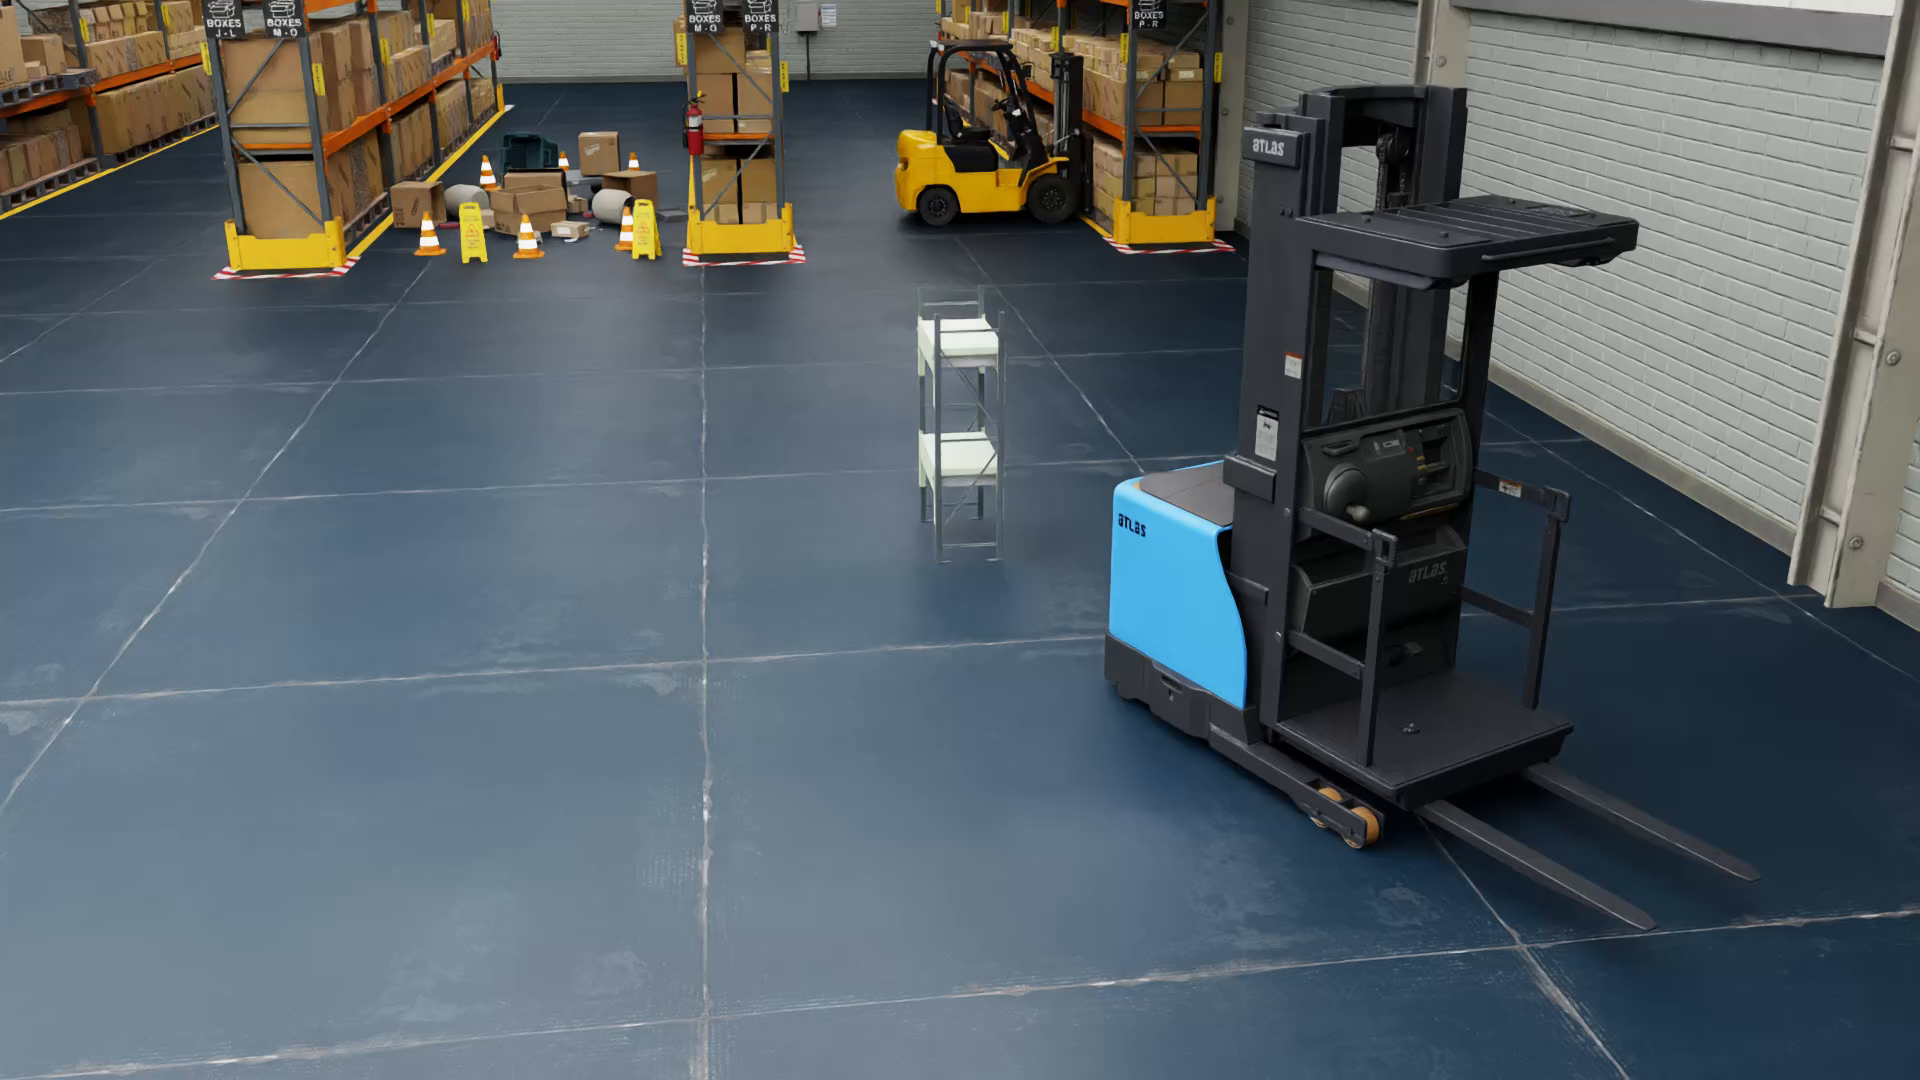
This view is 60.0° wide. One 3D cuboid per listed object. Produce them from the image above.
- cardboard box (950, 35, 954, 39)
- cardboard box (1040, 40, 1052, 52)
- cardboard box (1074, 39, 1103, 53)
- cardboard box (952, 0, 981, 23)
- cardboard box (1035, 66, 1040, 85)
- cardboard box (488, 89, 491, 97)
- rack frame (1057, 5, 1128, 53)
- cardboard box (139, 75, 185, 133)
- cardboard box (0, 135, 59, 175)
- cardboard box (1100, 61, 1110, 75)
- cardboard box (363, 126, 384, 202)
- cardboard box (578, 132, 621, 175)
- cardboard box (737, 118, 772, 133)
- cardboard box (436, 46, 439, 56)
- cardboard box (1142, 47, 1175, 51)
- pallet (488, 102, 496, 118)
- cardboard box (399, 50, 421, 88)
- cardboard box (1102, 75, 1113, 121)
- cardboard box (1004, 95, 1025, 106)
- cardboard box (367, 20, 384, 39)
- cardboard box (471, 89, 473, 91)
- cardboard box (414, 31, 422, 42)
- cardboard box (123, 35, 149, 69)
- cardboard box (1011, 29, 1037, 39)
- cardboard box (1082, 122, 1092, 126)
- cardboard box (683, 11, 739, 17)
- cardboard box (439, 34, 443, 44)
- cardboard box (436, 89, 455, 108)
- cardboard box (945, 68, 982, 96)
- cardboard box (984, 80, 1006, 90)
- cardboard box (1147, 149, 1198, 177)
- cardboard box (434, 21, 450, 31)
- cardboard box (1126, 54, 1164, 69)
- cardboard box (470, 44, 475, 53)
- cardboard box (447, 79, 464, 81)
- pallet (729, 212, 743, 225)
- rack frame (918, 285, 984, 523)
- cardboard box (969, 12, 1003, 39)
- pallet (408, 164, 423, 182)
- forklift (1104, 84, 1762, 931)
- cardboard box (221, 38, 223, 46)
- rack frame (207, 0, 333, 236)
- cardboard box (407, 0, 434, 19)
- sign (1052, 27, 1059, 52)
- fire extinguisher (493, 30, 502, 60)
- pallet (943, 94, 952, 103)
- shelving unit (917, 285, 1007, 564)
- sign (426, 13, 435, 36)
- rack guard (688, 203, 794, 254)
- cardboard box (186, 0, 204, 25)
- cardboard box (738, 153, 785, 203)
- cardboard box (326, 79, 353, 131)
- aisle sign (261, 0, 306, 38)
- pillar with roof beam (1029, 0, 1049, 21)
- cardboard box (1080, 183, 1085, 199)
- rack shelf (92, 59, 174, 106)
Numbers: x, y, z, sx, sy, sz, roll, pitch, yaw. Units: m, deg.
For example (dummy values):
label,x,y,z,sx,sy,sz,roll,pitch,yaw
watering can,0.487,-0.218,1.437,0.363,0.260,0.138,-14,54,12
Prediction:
label,x,y,z,sx,sy,sz,roll,pitch,yaw
cardboard box,0.019,-9.817,32.572,0.380,0.149,0.250,-4,21,-9
cardboard box,1.361,-7.074,23.799,0.380,0.149,0.250,-4,21,-9
cardboard box,1.697,-6.453,21.710,0.380,0.149,0.250,-2,21,-7
cardboard box,0.122,-10.241,32.066,0.500,0.500,0.500,-2,21,-6
cardboard box,1.386,-6.794,24.334,0.500,0.250,0.500,-3,21,-7
cardboard box,-9.253,-8.627,32.076,0.380,0.149,0.250,-4,21,-10
rack frame,1.837,-6.356,22.947,1.000,3.000,0.127,-3,21,-8
cardboard box,-13.922,-7.355,28.058,1.225,0.875,0.875,-3,21,-8
cardboard box,-13.160,-5.406,23.348,0.700,0.500,0.500,-1,21,-3
cardboard box,1.934,-5.784,20.345,0.380,0.149,0.250,-4,21,-10
cardboard box,-7.937,-4.800,21.217,0.875,0.875,0.875,-3,21,-7
cardboard box,-4.831,-5.188,22.310,0.500,0.500,0.500,-3,21,-8
cardboard box,-2.342,-4.730,18.952,0.380,0.149,0.250,-3,21,-8
cardboard box,-8.559,-7.820,26.626,0.380,0.149,0.250,-2,21,-6
cardboard box,2.436,-5.948,20.358,0.380,0.149,0.250,-2,21,-6
pallet,-9.595,-8.359,32.294,1.003,0.211,1.213,-3,21,-8
cardboard box,-8.062,-6.763,23.894,0.500,0.500,0.500,-3,21,-9
cardboard box,2.017,-5.355,20.124,0.500,0.500,0.500,-2,21,-6
cardboard box,0.938,-7.229,27.329,0.380,0.149,0.250,-4,21,-10
cardboard box,-8.112,-6.685,22.254,0.700,0.500,0.500,-3,21,-9
cardboard box,-9.082,-8.132,30.325,0.380,0.149,0.250,-3,21,-9
cardboard box,-8.410,-7.734,25.544,0.380,0.149,0.250,-3,21,-8
cardboard box,-13.550,-7.921,26.993,0.500,0.500,0.500,-3,21,-8
cardboard box,1.015,-7.966,26.188,0.380,0.149,0.250,-2,21,-6
cardboard box,1.596,-5.550,22.688,0.500,0.250,0.500,-3,21,-9
cardboard box,-3.226,-6.596,21.591,0.700,0.500,0.500,-3,21,-8
cardboard box,-8.636,-8.140,27.056,0.380,0.149,0.250,-2,21,-6
cardboard box,-8.526,-7.180,27.054,0.500,0.250,0.500,-3,21,-7
cardboard box,0.101,-9.321,33.854,0.797,0.503,0.637,-4,21,-10
cardboard box,0.637,-8.138,29.762,0.380,0.149,0.250,-4,21,-11
cardboard box,2.532,-4.524,19.942,0.500,0.250,0.500,-3,21,-9
cardboard box,-8.785,-8.636,27.959,0.380,0.149,0.250,-4,21,-9
cardboard box,2.153,-5.574,19.359,0.380,0.149,0.250,-3,21,-8
cardboard box,-9.034,-8.947,30.242,0.380,0.149,0.250,-3,21,-7
cardboard box,-9.790,-8.826,32.185,0.380,0.149,0.250,-3,21,-7
pallet,-2.591,-3.722,19.881,1.003,0.211,1.213,-3,21,-8
rack frame,-0.052,-0.827,10.287,0.400,1.500,0.023,-3,21,-8
cardboard box,0.532,-9.191,29.793,0.700,0.500,0.500,-2,21,-6
pallet,-8.323,-5.200,23.837,1.003,0.211,1.213,-3,21,-8
forklift,1.917,-0.294,6.815,1.130,2.935,3.031,-12,24,-30
cardboard box,-14.194,-9.445,31.576,0.380,0.149,0.250,-3,21,-7
rack frame,-7.382,-4.435,17.803,1.000,3.000,0.127,-3,21,-8
cardboard box,-9.447,-9.393,29.082,0.500,0.500,0.500,-4,21,-10
sign,1.301,-6.831,22.676,0.100,0.325,0.005,-3,21,-8
fire extinguisher,-9.268,-9.874,33.009,0.296,0.674,0.183,-3,21,-8
pallet,0.234,-8.902,33.749,1.003,0.211,1.213,-3,21,-8
shelving unit,0.001,-0.700,9.948,0.431,1.500,0.755,-3,21,-8
sign,-7.986,-7.776,25.094,0.100,0.325,0.005,-3,21,-8
rack guard,-2.509,-3.575,19.073,1.175,0.500,0.348,-3,21,-8
cardboard box,-14.280,-10.024,31.486,0.500,0.500,0.500,-3,21,-7
cardboard box,-2.344,-4.281,19.648,0.500,0.500,0.500,-4,21,-10
cardboard box,-7.537,-5.021,19.157,0.875,0.550,0.550,-3,21,-8
aisle sign,-7.074,-5.643,17.323,0.394,0.787,0.004,-3,21,-8
pillar with roof beam,-2.785,-12.006,29.499,9.100,9.000,0.400,-3,21,-8
cardboard box,1.811,-4.551,21.445,0.500,0.250,0.500,-2,21,-6
rack shelf,-13.746,-7.345,26.623,1.077,0.370,4.000,-3,21,-8
